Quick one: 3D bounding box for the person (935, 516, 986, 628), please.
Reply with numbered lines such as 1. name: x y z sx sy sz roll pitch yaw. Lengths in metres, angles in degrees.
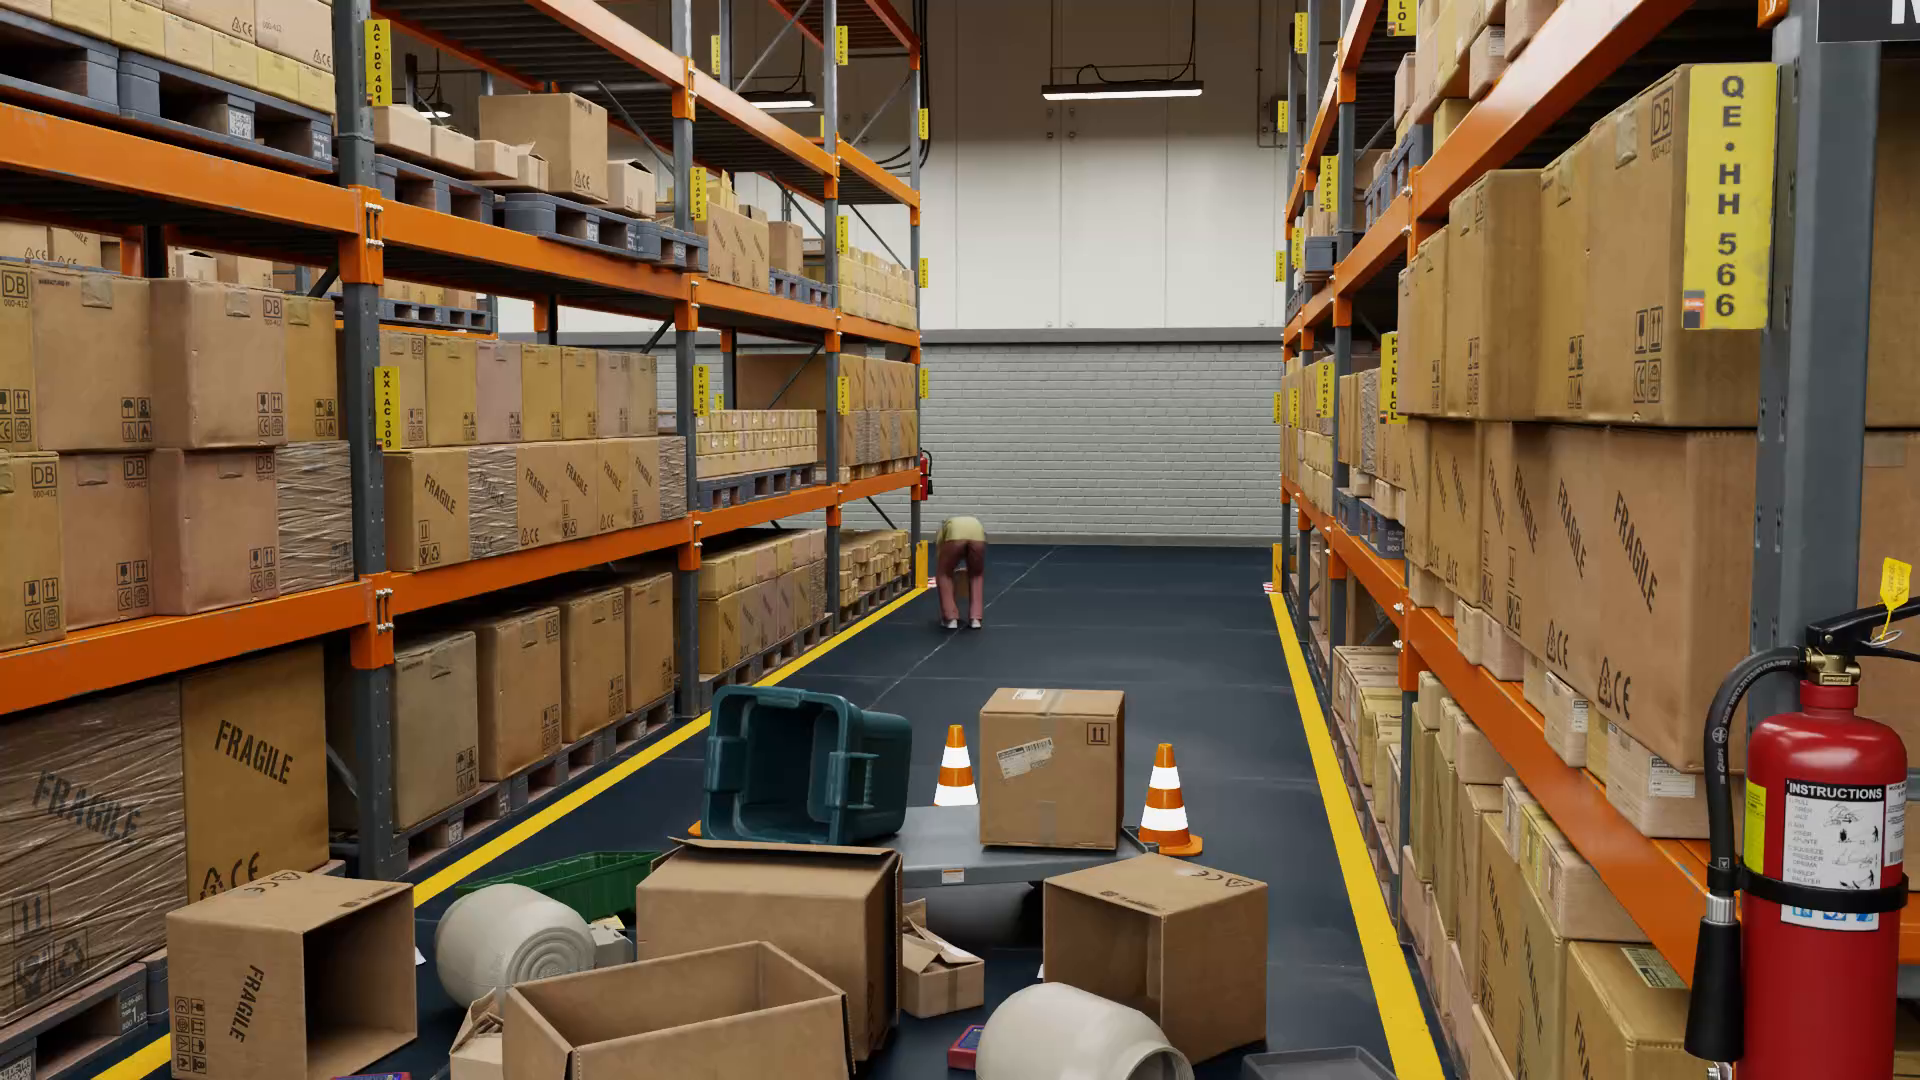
1. person: -0.023 0.272 15.161 0.444 1.006 0.867 -1 5 -13
